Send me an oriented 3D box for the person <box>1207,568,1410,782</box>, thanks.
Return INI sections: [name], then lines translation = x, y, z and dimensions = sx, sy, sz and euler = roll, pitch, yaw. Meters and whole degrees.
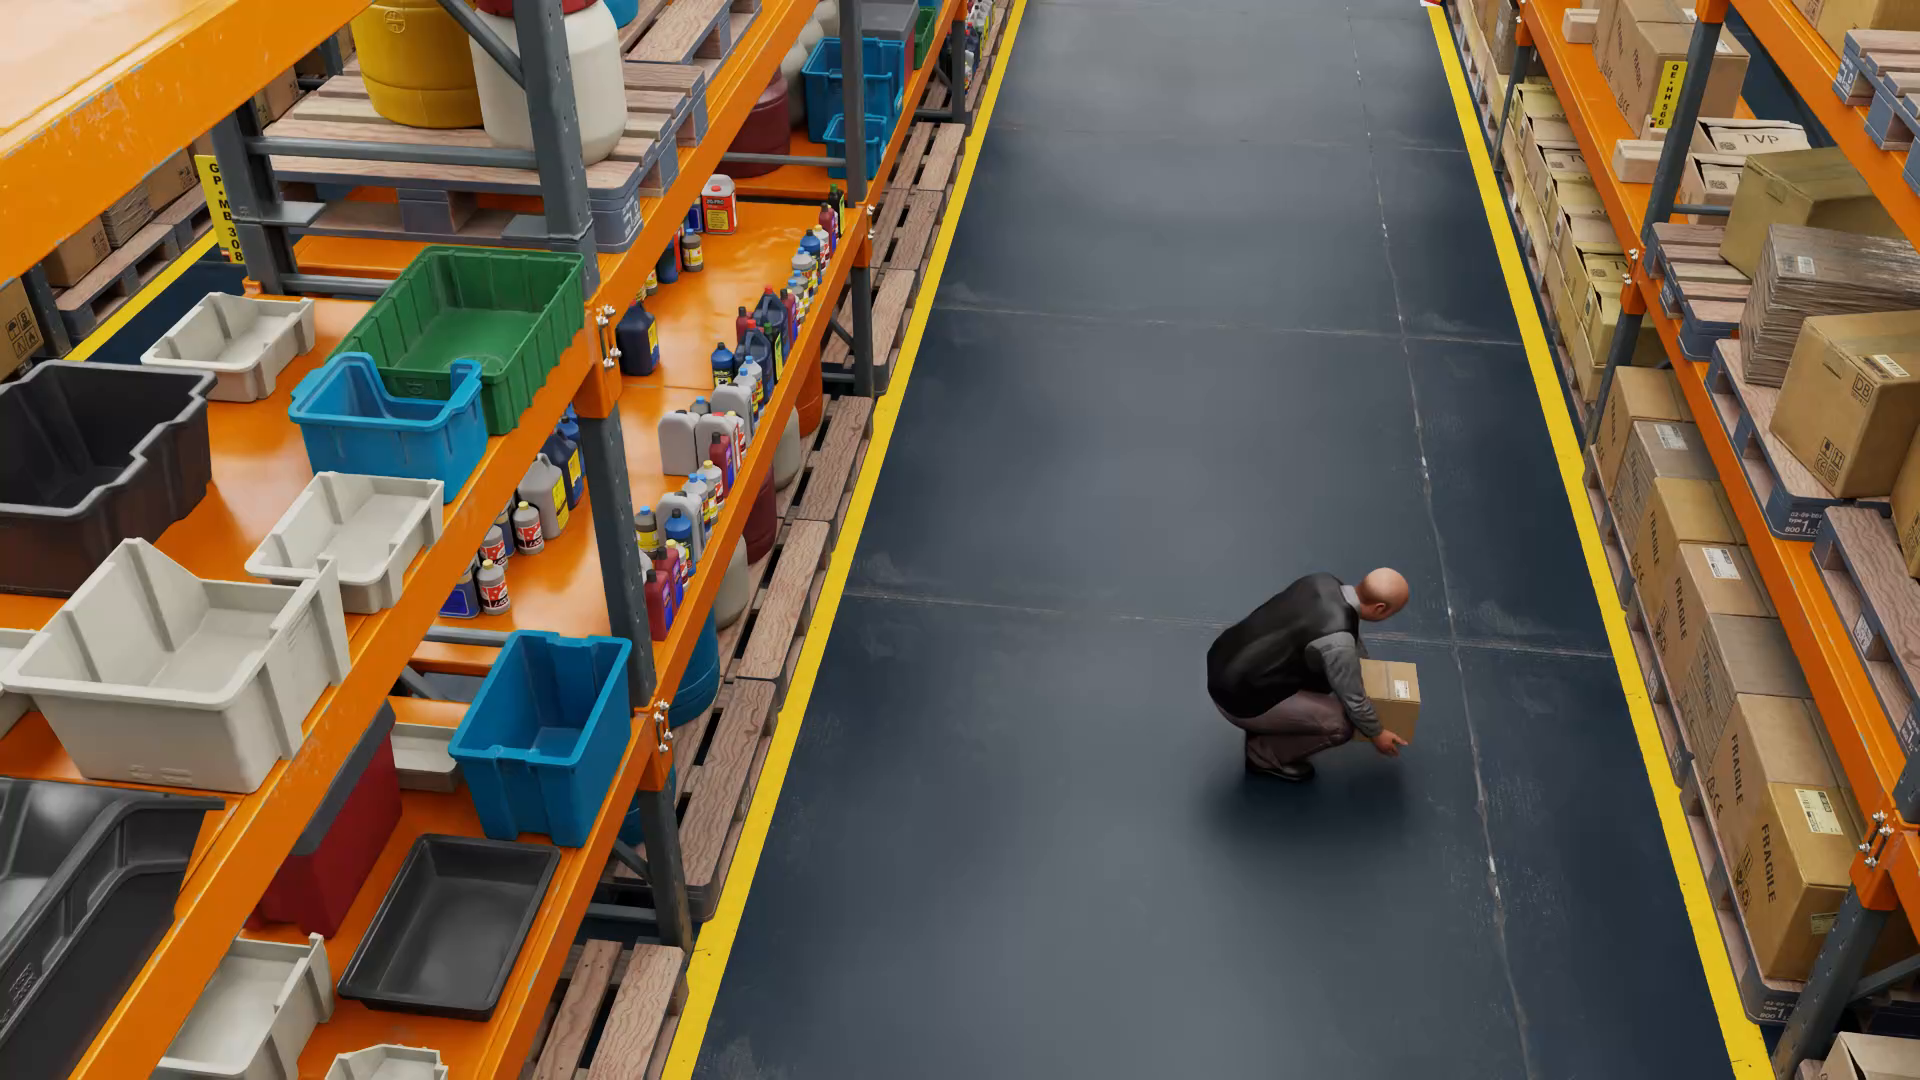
[person]
translation = 1.469, 0.533, 6.976
dimensions = 0.854, 0.974, 0.519
euler = 4, 36, 6
